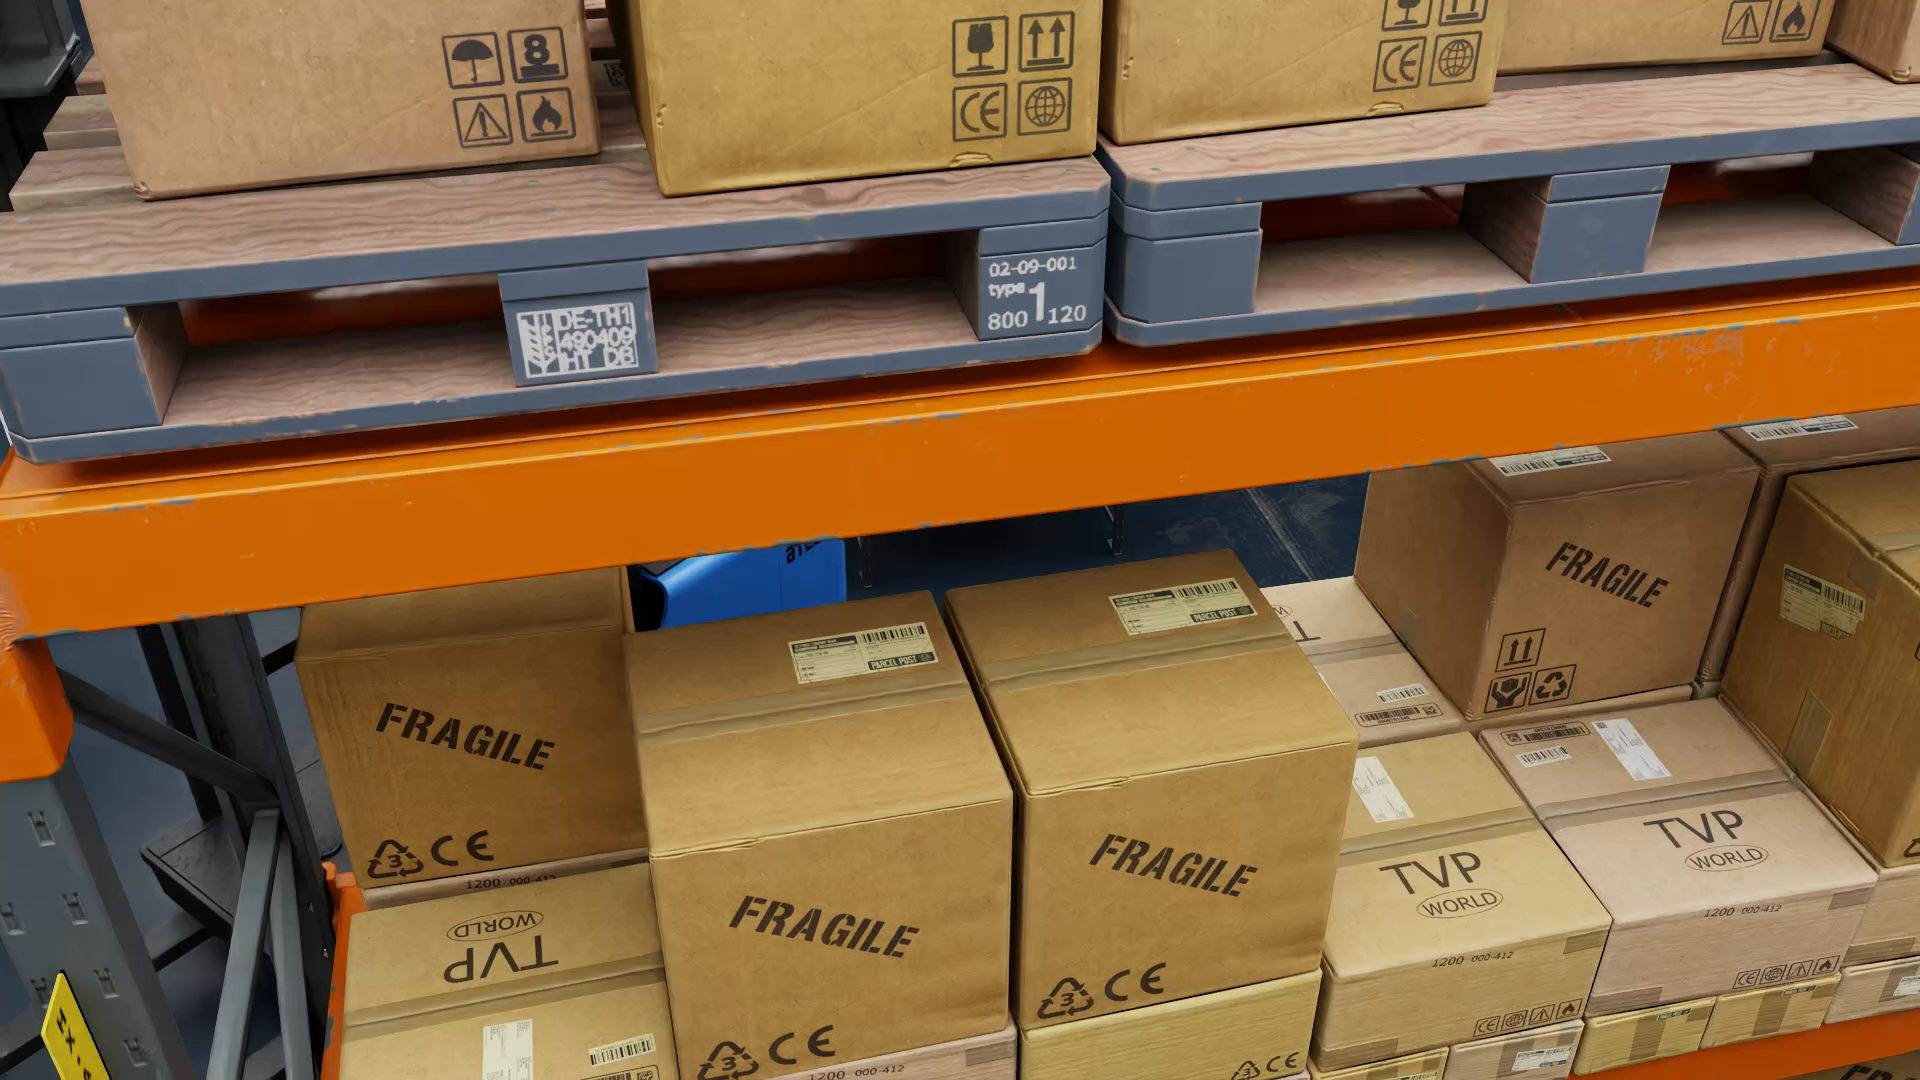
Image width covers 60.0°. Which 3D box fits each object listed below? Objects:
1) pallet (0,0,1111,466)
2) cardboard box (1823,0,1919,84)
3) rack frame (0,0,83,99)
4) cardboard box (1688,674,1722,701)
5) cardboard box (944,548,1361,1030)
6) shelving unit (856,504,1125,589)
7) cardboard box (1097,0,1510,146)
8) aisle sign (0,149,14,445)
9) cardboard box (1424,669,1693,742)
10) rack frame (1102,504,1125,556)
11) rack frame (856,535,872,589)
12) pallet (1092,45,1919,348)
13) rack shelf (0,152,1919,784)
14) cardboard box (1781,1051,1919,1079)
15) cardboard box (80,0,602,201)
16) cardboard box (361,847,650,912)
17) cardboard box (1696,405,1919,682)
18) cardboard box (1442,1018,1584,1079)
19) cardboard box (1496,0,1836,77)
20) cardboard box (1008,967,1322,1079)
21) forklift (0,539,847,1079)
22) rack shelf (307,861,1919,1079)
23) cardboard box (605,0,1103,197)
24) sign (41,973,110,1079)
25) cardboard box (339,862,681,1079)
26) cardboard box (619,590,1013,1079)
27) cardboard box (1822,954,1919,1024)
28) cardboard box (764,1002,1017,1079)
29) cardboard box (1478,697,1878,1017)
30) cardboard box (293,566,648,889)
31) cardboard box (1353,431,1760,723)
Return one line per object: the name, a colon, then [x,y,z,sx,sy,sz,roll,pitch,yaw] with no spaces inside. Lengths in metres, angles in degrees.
pallet: [-0.522,-0.507,2.201,1.213,0.211,1.003,-7,35,-11]
cardboard box: [1.382,-1.004,2.305,0.500,0.500,0.700,-5,34,-8]
rack frame: [-1.244,-1.692,1.196,0.127,3.000,1.000,-7,35,-11]
cardboard box: [1.655,0.219,3.599,0.500,0.250,0.500,-7,35,-11]
cardboard box: [0.276,0.385,2.679,0.500,0.500,0.500,-8,35,-12]
shelving unit: [0.083,-0.633,6.348,1.048,1.500,0.538,-7,35,-11]
cardboard box: [0.321,-0.891,2.138,0.500,0.500,0.700,-9,35,-14]
aisle sign: [-1.380,-0.435,2.373,0.004,0.787,0.394,-7,35,-11]
cardboard box: [1.151,0.286,3.499,0.500,0.250,0.500,-6,34,-9]
rack frame: [0.579,-0.696,6.441,0.032,1.500,0.500,-7,35,-11]
rack frame: [-0.413,-0.571,6.255,0.032,1.500,0.500,-7,35,-11]
pallet: [0.670,-0.659,2.428,1.213,0.211,1.003,-7,35,-11]
rack shelf: [0.707,-0.394,2.599,4.000,0.370,1.077,-7,35,-11]
cardboard box: [1.996,1.052,4.020,0.875,0.875,0.875,-7,35,-11]
cardboard box: [-0.748,-0.797,1.998,0.500,0.500,0.700,-9,35,-13]
cardboard box: [-0.830,0.534,3.131,0.500,0.250,0.500,-8,35,-11]
cardboard box: [1.652,-0.089,3.386,0.500,0.500,0.500,-7,35,-11]
cardboard box: [0.931,0.816,3.068,0.250,0.149,0.380,-7,34,-10]
cardboard box: [0.841,-1.016,2.325,0.500,0.500,0.700,-6,34,-8]
cardboard box: [0.280,0.698,2.886,0.500,0.250,0.500,-8,35,-12]
forklift: [-1.649,-0.057,4.205,1.130,2.935,3.031,23,40,30]
rack shelf: [0.707,0.851,3.435,4.000,0.370,1.077,-7,35,-11]
cardboard box: [-0.173,-0.801,2.004,0.500,0.500,0.700,-8,35,-12]
sign: [-1.127,0.709,2.154,0.005,0.325,0.100,-7,35,-11]
cardboard box: [-0.716,0.825,2.696,0.500,0.250,0.500,-8,35,-12]
cardboard box: [-0.228,0.452,2.579,0.500,0.500,0.500,-8,35,-12]
cardboard box: [1.680,0.722,3.208,0.250,0.149,0.380,-7,34,-10]
cardboard box: [-0.210,0.758,2.797,0.500,0.250,0.500,-8,35,-11]
cardboard box: [1.283,0.570,3.076,0.500,0.250,0.500,-7,34,-10]
cardboard box: [-0.827,0.223,2.920,0.500,0.500,0.500,-7,34,-10]
cardboard box: [1.146,-0.023,3.287,0.500,0.500,0.500,-8,35,-12]
